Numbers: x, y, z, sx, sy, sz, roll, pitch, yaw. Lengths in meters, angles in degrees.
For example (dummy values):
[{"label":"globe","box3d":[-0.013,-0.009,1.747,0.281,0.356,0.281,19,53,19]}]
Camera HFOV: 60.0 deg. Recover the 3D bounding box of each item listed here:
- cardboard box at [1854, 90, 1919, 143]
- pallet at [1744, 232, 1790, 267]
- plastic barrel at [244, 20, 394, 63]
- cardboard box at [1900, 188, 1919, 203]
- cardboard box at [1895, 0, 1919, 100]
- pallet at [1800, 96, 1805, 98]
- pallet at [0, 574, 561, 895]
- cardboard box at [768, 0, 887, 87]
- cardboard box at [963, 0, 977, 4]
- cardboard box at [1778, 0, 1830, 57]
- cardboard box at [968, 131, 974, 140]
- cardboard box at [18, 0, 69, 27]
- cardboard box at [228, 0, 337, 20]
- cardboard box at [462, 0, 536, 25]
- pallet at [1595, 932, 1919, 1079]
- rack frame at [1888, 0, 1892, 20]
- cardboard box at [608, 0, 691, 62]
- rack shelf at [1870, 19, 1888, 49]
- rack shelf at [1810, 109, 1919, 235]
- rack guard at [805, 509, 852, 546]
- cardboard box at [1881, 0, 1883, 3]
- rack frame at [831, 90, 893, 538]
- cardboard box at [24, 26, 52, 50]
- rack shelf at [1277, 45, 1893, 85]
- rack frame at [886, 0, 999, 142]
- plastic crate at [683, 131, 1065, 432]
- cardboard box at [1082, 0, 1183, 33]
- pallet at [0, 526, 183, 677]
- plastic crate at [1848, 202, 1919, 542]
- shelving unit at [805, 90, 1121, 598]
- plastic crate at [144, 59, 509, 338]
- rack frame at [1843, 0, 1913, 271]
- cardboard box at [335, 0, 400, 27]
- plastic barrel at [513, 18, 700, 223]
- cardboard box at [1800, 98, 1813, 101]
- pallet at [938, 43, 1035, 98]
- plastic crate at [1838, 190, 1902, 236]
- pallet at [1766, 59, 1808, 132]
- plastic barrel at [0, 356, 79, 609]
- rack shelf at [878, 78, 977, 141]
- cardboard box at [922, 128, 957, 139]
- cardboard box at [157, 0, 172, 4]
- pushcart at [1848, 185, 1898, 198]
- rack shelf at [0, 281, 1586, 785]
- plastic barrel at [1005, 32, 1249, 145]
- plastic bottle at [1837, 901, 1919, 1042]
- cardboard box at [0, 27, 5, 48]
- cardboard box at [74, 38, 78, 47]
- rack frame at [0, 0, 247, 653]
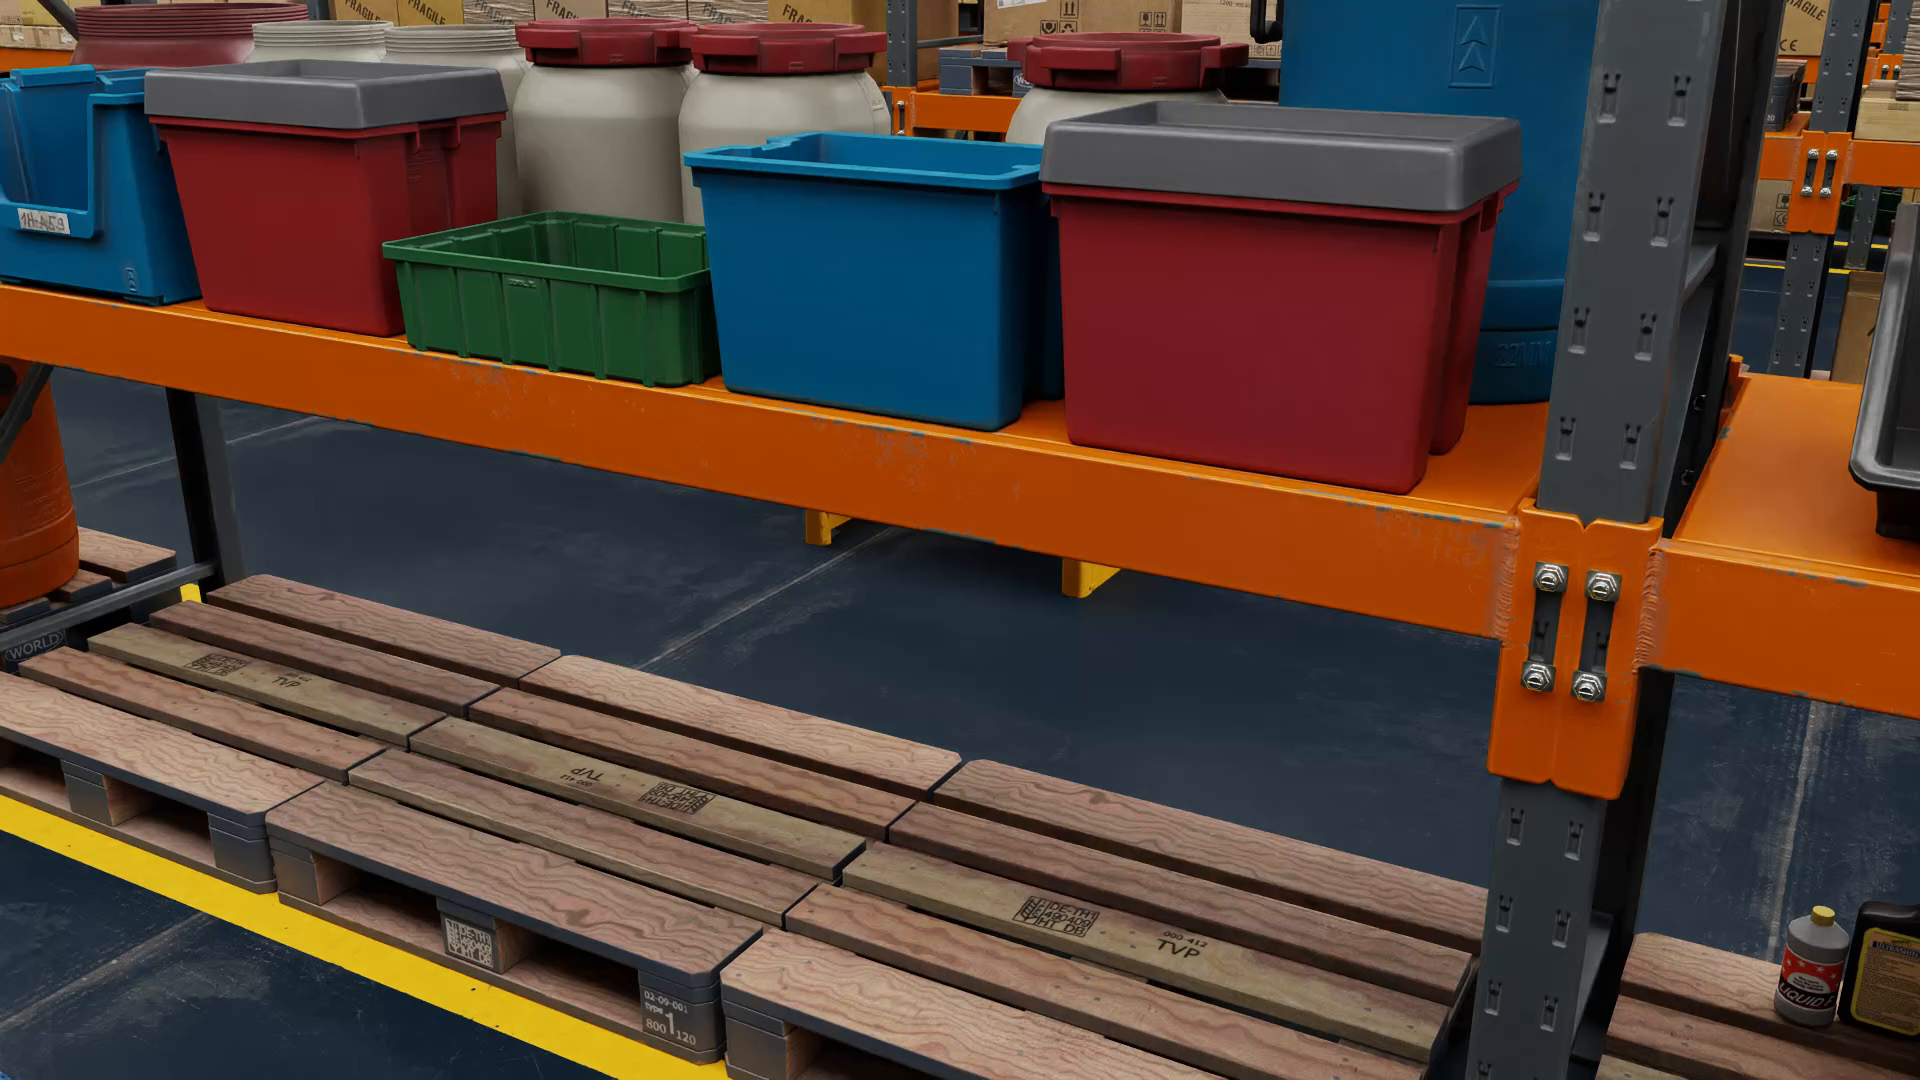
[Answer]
[{"label":"cardboard box","box3d":[3.476,-1.573,6.171,0.250,0.149,0.380,11,23,27]},{"label":"pallet","box3d":[5.232,-2.071,11.265,1.213,0.211,1.003,11,23,27]},{"label":"plastic barrel","box3d":[-1.470,-0.952,3.927,0.421,0.512,0.421,0,20,0]},{"label":"cardboard box","box3d":[6.458,-2.349,10.442,0.875,0.875,0.875,11,23,28]},{"label":"cardboard box","box3d":[3.798,-1.910,6.148,0.500,0.500,0.875,11,23,27]},{"label":"pallet","box3d":[10.024,-5.045,19.463,1.213,0.211,1.003,11,23,27]},{"label":"pallet","box3d":[-1.815,0.444,4.331,1.213,0.211,1.003,11,23,27]},{"label":"cardboard box","box3d":[-0.608,-2.537,8.313,0.500,0.500,0.500,12,23,29]},{"label":"cardboard box","box3d":[0.221,-4.268,12.984,0.250,0.149,0.380,10,22,26]},{"label":"cardboard box","box3d":[5.357,-3.330,10.500,0.500,0.500,0.500,11,22,27]},{"label":"cardboard box","box3d":[0.401,-3.256,13.493,0.500,0.500,0.500,11,23,28]},{"label":"cardboard box","box3d":[-5.859,-3.552,11.042,0.500,0.250,0.500,10,22,26]},{"label":"cardboard box","box3d":[-4.062,-3.211,10.103,0.500,0.250,0.500,10,22,26]},{"label":"cardboard box","box3d":[-2.393,-2.876,9.248,0.500,0.500,0.500,10,22,26]},{"label":"pallet","box3d":[1.586,1.093,2.542,1.213,0.211,1.003,11,23,27]},{"label":"rack frame","box3d":[8.268,-4.766,14.606,0.127,3.000,1.000,11,23,27]},{"label":"cardboard box","box3d":[-1.496,-2.707,8.782,0.500,0.500,0.500,10,22,26]},{"label":"rack shelf","box3d":[6.522,-4.761,15.646,4.000,0.370,1.077,11,23,27]},{"label":"rack shelf","box3d":[5.182,-1.145,5.679,4.000,0.370,1.077,11,23,27]},{"label":"rack guard","box3d":[-0.368,-0.188,6.016,0.087,0.250,0.587,11,23,27]},{"label":"cardboard box","box3d":[10.118,-6.180,18.723,0.500,0.250,0.500,11,23,29]},{"label":"rack frame","box3d":[-0.369,-0.775,5.803,0.032,1.500,0.500,11,23,27]},{"label":"cardboard box","box3d":[-5.994,-3.366,11.114,0.250,0.149,0.380,10,22,26]},{"label":"rack shelf","box3d":[4.197,-3.270,11.537,4.000,0.370,1.077,11,23,27]},{"label":"rack frame","box3d":[-0.057,-2.481,8.307,0.127,3.000,1.000,11,23,27]},{"label":"plastic crate","box3d":[-0.095,-0.425,2.661,0.575,0.384,0.392,11,23,27]},{"label":"cardboard box","box3d":[0.970,-2.585,7.830,0.500,0.500,0.700,15,25,35]},{"label":"pallet","box3d":[-3.181,0.185,5.045,1.213,0.211,1.003,11,23,27]},{"label":"plastic crate","box3d":[1.415,-0.188,2.074,0.504,0.338,0.767,11,23,27]},{"label":"shelving unit","box3d":[0.067,-0.692,5.574,1.083,1.500,0.587,11,23,27]},{"label":"plastic crate","box3d":[-1.211,-0.677,3.239,0.583,0.464,0.402,11,23,27]},{"label":"rack frame","box3d":[5.943,-3.276,10.497,0.127,3.000,1.000,11,23,27]},{"label":"cardboard box","box3d":[-3.269,-3.043,9.708,0.500,0.500,0.500,11,23,27]},{"label":"plastic barrel","box3d":[-0.727,-0.824,3.538,0.433,0.535,0.433,0,20,0]},{"label":"cardboard box","box3d":[7.809,-3.815,15.221,0.625,0.372,0.950,11,23,28]},{"label":"pallet","box3d":[0.618,-2.304,8.100,1.003,0.211,1.213,11,23,27]},{"label":"plastic crate","box3d":[6.733,-2.342,11.963,0.450,0.188,0.662,-22,27,-25]},{"label":"pallet","box3d":[2.839,-1.896,6.976,1.213,0.211,1.003,11,23,27]},{"label":"plastic barrel","box3d":[-2.907,-0.260,4.751,0.708,0.830,0.600,11,23,27]},{"label":"rack shelf","box3d":[-1.803,-2.476,9.347,4.000,0.370,1.077,11,23,27]},{"label":"cardboard box","box3d":[-0.649,-1.801,8.931,0.875,0.875,1.225,10,22,25]},{"label":"cardboard box","box3d":[-4.961,-3.381,10.572,0.500,0.250,0.500,11,23,28]},{"label":"pushcart","box3d":[7.200,-2.847,13.159,0.936,0.377,1.648,3,20,9]},{"label":"rack shelf","box3d":[-0.726,-0.336,3.448,4.000,0.370,1.077,11,23,27]},{"label":"plastic barrel","box3d":[0.292,-0.630,3.004,0.433,0.535,0.433,0,20,0]},{"label":"plastic bottle","box3d":[1.601,0.710,2.847,0.133,0.283,0.061,12,23,30]},{"label":"cardboard box","box3d":[-6.443,-3.452,11.350,0.250,0.149,0.380,10,22,26]},{"label":"cardboard box","box3d":[-5.548,-3.281,10.880,0.250,0.149,0.380,10,22,26]},{"label":"rack frame","box3d":[-2.472,-1.007,4.242,0.127,3.000,1.000,11,23,27]}]
